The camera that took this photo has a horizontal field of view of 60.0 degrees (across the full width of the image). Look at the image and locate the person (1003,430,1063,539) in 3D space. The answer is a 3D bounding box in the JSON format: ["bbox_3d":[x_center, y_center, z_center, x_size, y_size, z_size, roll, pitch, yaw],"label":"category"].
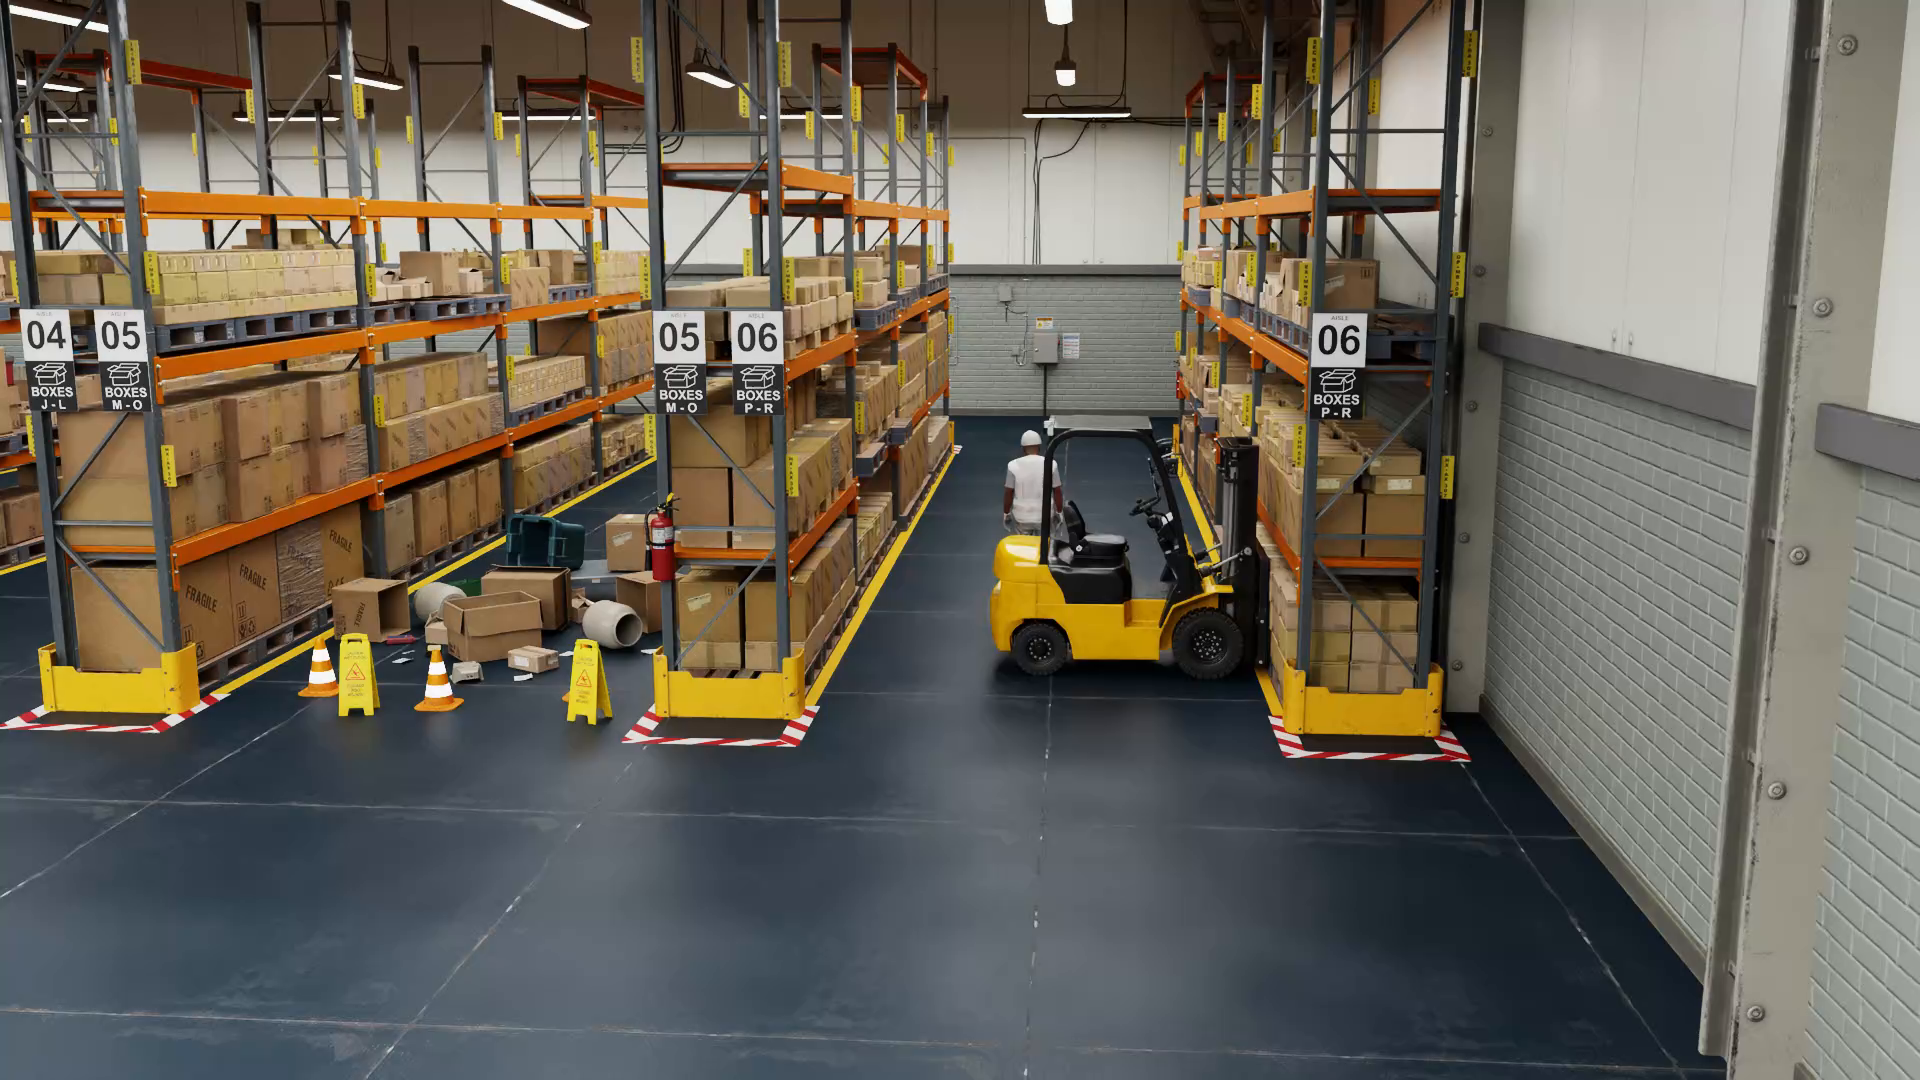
[{"bbox_3d":[0.756,-0.241,17.183,0.621,1.773,0.450,0,11,1],"label":"person"}]
